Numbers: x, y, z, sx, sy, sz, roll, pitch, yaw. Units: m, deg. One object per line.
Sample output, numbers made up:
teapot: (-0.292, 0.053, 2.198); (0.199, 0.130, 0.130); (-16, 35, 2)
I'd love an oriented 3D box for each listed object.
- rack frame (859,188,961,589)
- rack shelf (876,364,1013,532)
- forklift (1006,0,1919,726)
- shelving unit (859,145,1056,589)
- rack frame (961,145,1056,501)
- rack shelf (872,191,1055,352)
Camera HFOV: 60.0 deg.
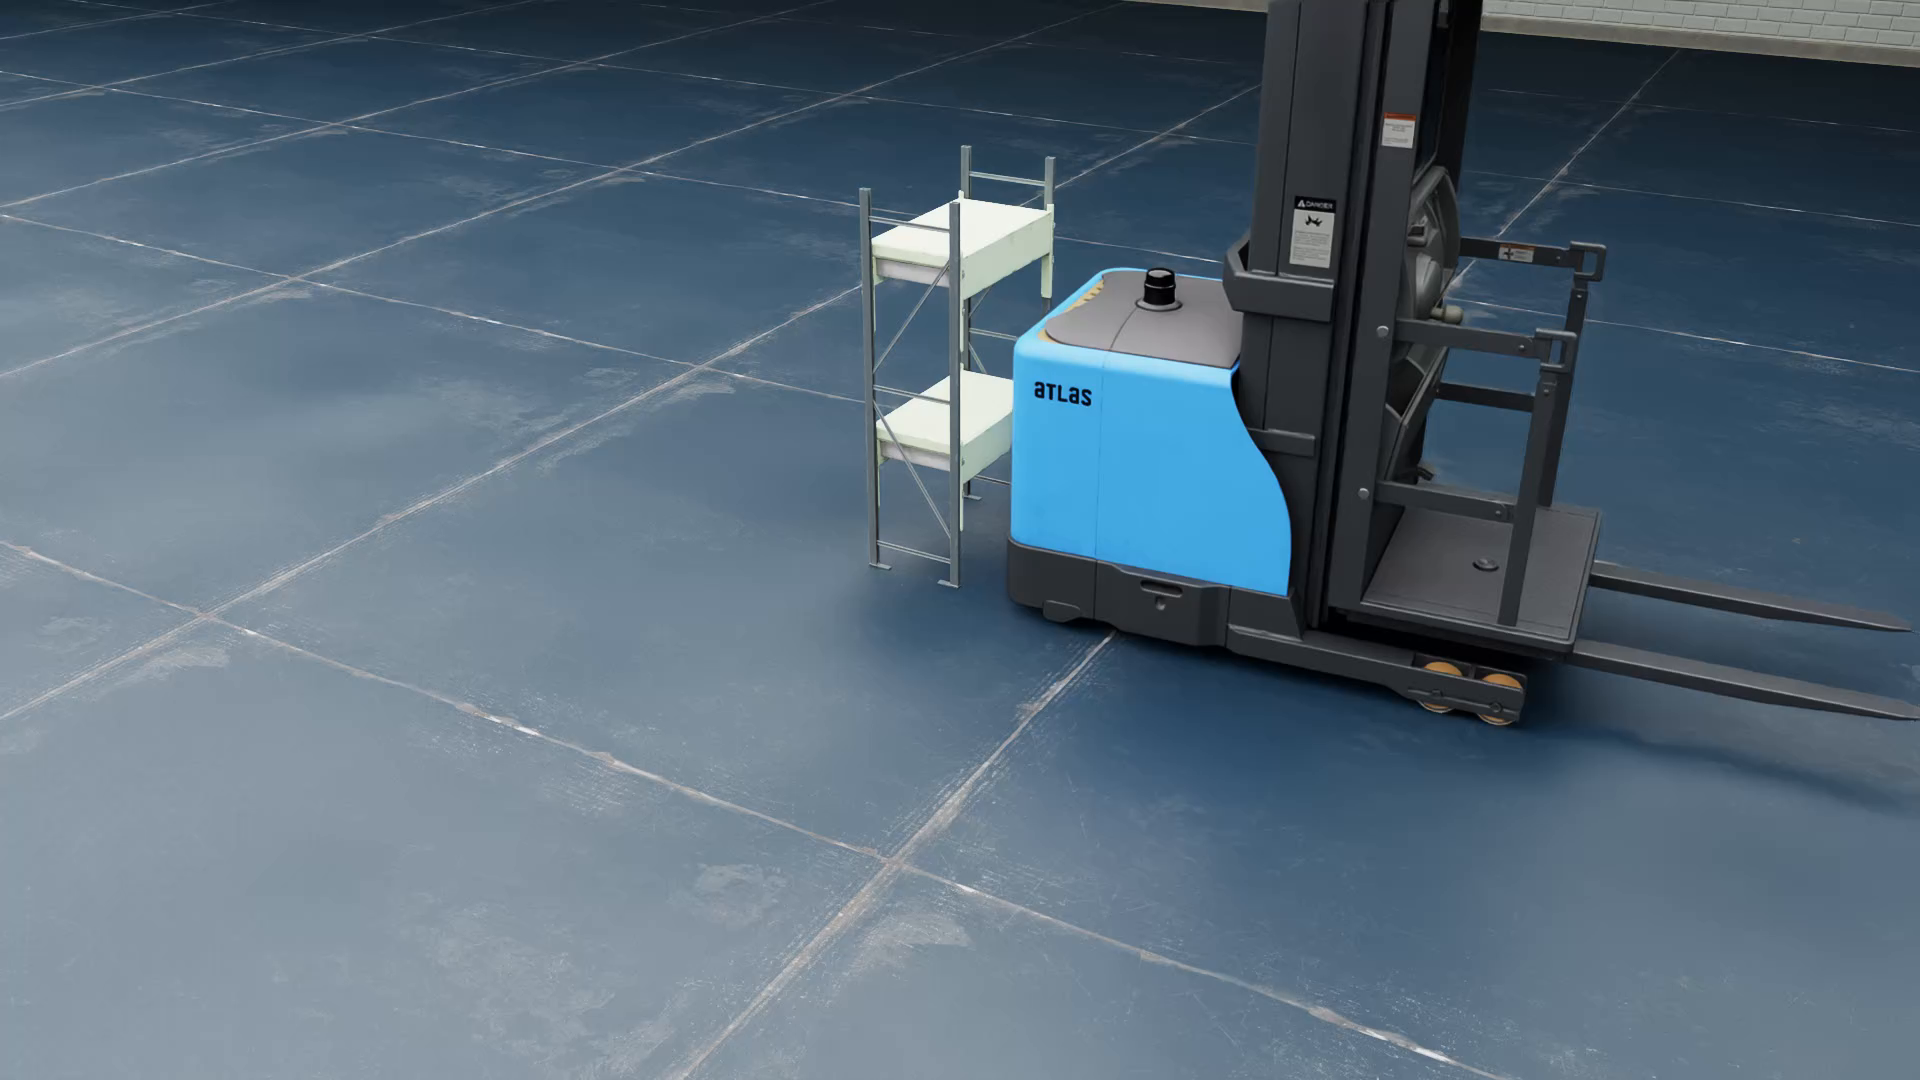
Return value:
rack frame: (-0.177, -0.531, 6.135); (0.400, 1.500, 0.023); (14, 30, 26)
rack shelf: (0.003, -0.382, 6.565); (0.431, 0.370, 0.720); (14, 30, 26)
forklift: (1.734, -0.967, 5.406); (3.031, 2.935, 1.130); (11, 29, 21)
shelving unit: (0.003, -0.673, 6.419); (0.431, 1.500, 0.755); (14, 30, 26)
rack frame: (0.183, -0.816, 6.704); (0.400, 1.500, 0.023); (14, 30, 26)
rack shelf: (0.003, -1.022, 6.245); (0.431, 0.370, 0.720); (14, 30, 26)
